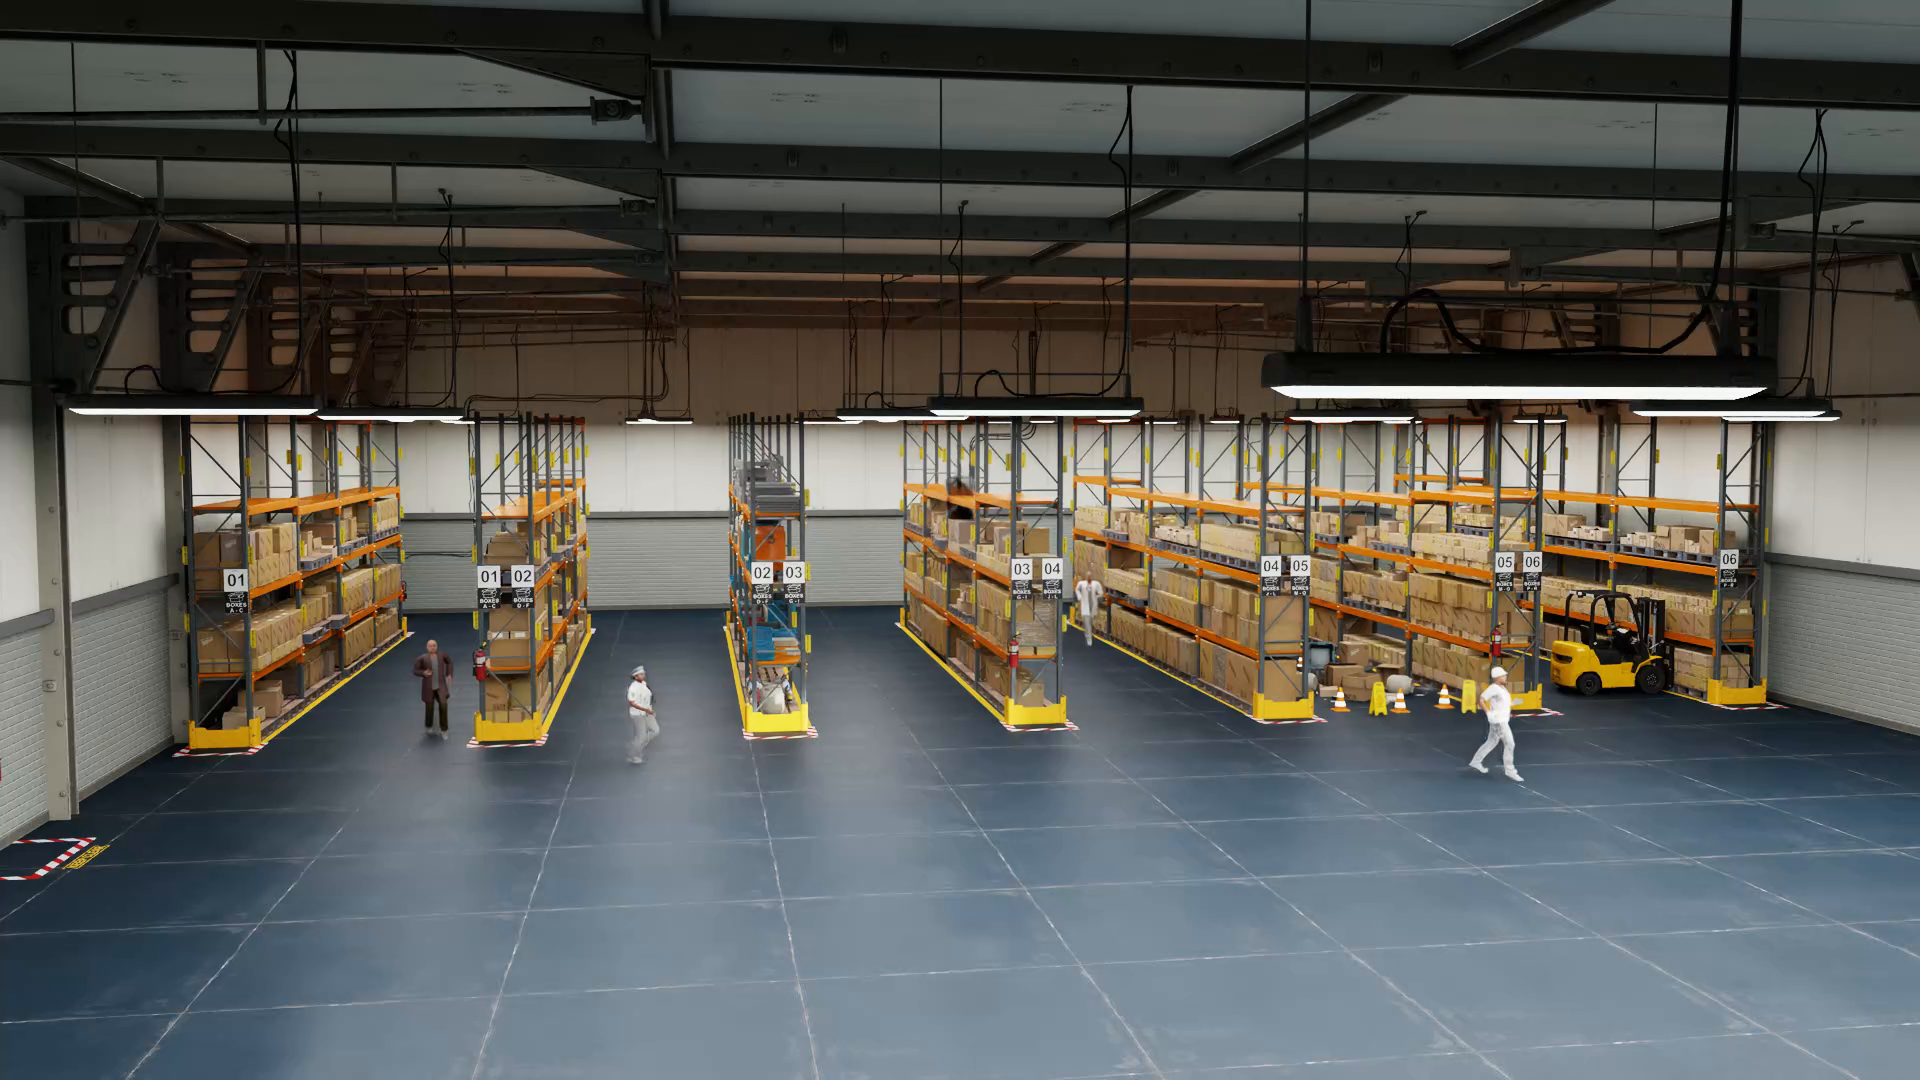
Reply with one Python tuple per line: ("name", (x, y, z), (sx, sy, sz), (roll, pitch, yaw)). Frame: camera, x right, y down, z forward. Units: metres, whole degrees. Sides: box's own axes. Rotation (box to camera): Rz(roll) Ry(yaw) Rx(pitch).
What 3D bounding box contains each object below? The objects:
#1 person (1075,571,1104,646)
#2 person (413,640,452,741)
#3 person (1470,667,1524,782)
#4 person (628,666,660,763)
("person", (3.278, 1.696, 41.879), (0.679, 1.826, 0.918), (0, 4, -7))
("person", (-9.687, 2.742, 30.597), (0.735, 1.834, 0.854), (-2, 4, -26))
("person", (8.741, 2.976, 27.028), (0.861, 1.827, 0.667), (2, 4, 22))
("person", (-5.413, 2.964, 28.366), (0.552, 1.661, 0.590), (1, 4, 20))
